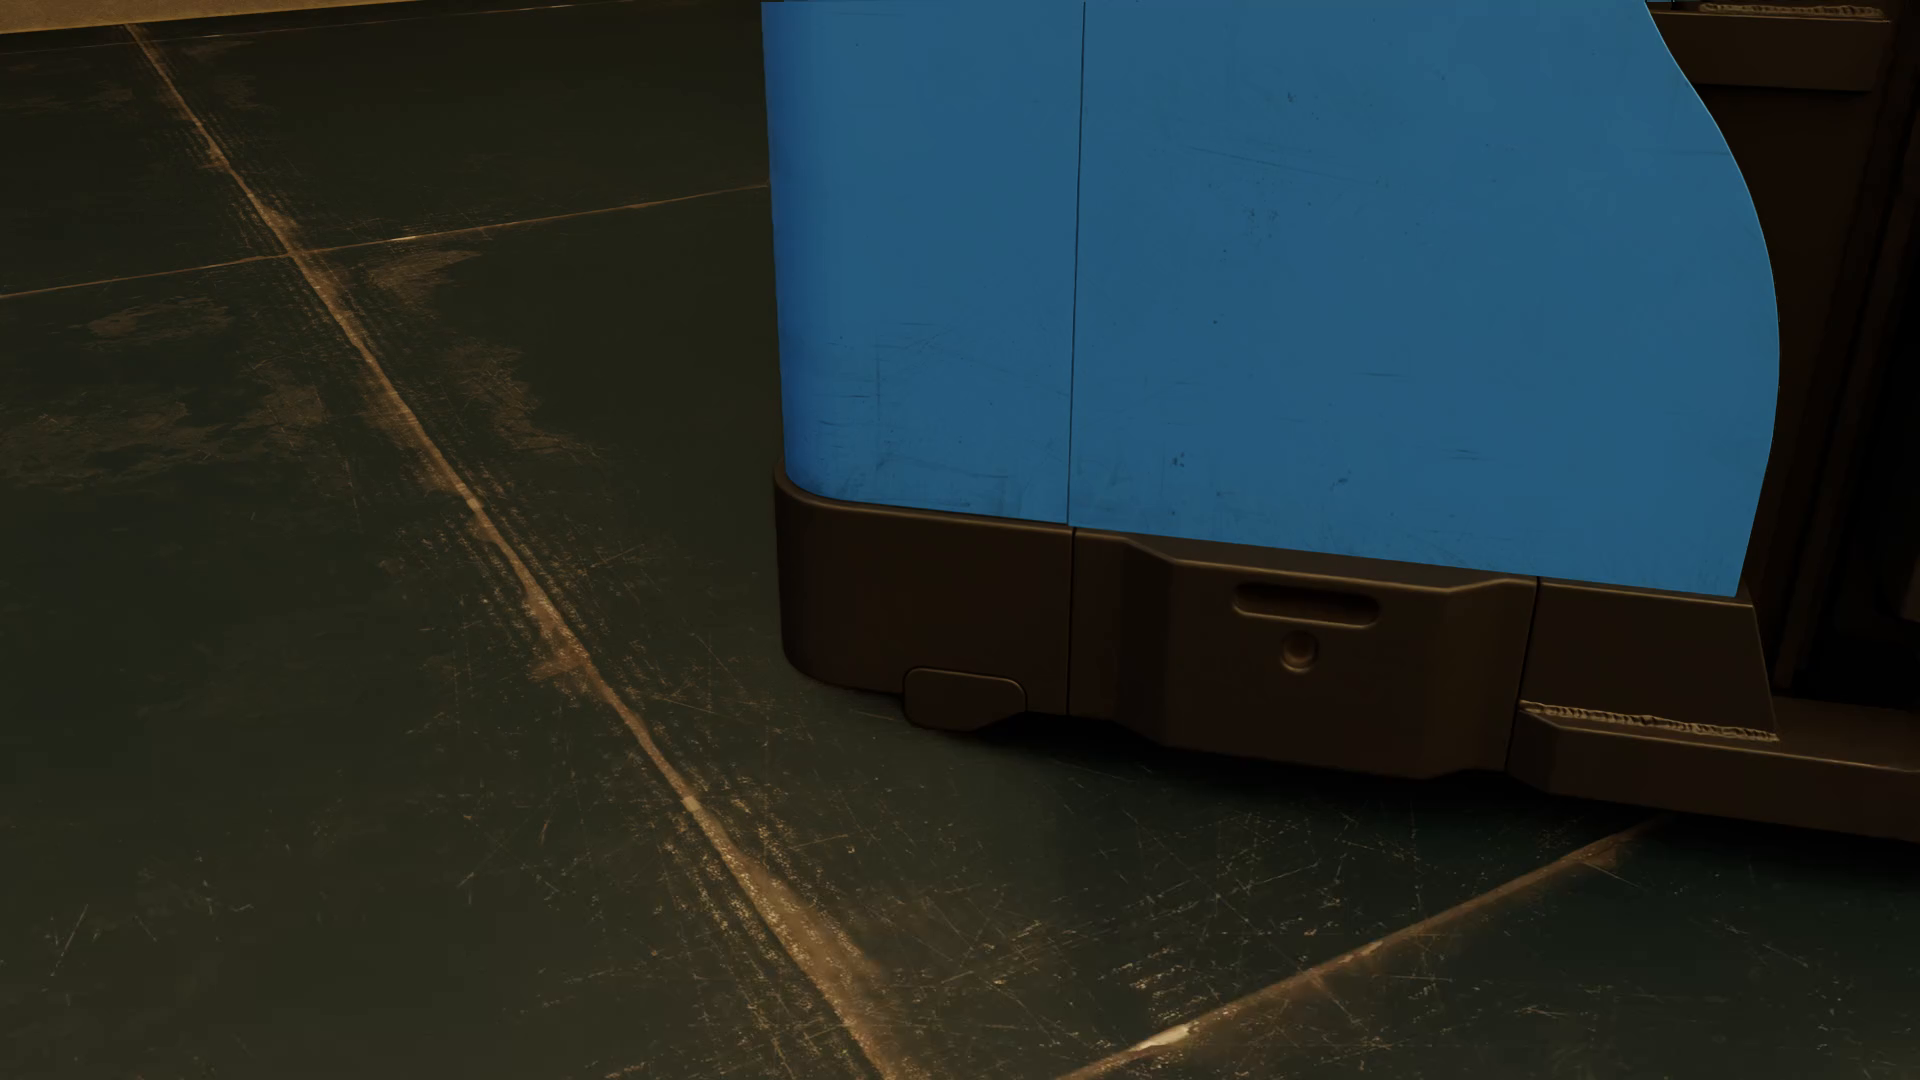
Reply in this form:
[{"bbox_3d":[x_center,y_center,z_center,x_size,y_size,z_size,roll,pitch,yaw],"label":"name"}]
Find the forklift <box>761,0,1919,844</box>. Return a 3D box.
[{"bbox_3d":[1.352,-1.146,1.519,3.031,2.935,1.130,6,28,12],"label":"forklift"}]
